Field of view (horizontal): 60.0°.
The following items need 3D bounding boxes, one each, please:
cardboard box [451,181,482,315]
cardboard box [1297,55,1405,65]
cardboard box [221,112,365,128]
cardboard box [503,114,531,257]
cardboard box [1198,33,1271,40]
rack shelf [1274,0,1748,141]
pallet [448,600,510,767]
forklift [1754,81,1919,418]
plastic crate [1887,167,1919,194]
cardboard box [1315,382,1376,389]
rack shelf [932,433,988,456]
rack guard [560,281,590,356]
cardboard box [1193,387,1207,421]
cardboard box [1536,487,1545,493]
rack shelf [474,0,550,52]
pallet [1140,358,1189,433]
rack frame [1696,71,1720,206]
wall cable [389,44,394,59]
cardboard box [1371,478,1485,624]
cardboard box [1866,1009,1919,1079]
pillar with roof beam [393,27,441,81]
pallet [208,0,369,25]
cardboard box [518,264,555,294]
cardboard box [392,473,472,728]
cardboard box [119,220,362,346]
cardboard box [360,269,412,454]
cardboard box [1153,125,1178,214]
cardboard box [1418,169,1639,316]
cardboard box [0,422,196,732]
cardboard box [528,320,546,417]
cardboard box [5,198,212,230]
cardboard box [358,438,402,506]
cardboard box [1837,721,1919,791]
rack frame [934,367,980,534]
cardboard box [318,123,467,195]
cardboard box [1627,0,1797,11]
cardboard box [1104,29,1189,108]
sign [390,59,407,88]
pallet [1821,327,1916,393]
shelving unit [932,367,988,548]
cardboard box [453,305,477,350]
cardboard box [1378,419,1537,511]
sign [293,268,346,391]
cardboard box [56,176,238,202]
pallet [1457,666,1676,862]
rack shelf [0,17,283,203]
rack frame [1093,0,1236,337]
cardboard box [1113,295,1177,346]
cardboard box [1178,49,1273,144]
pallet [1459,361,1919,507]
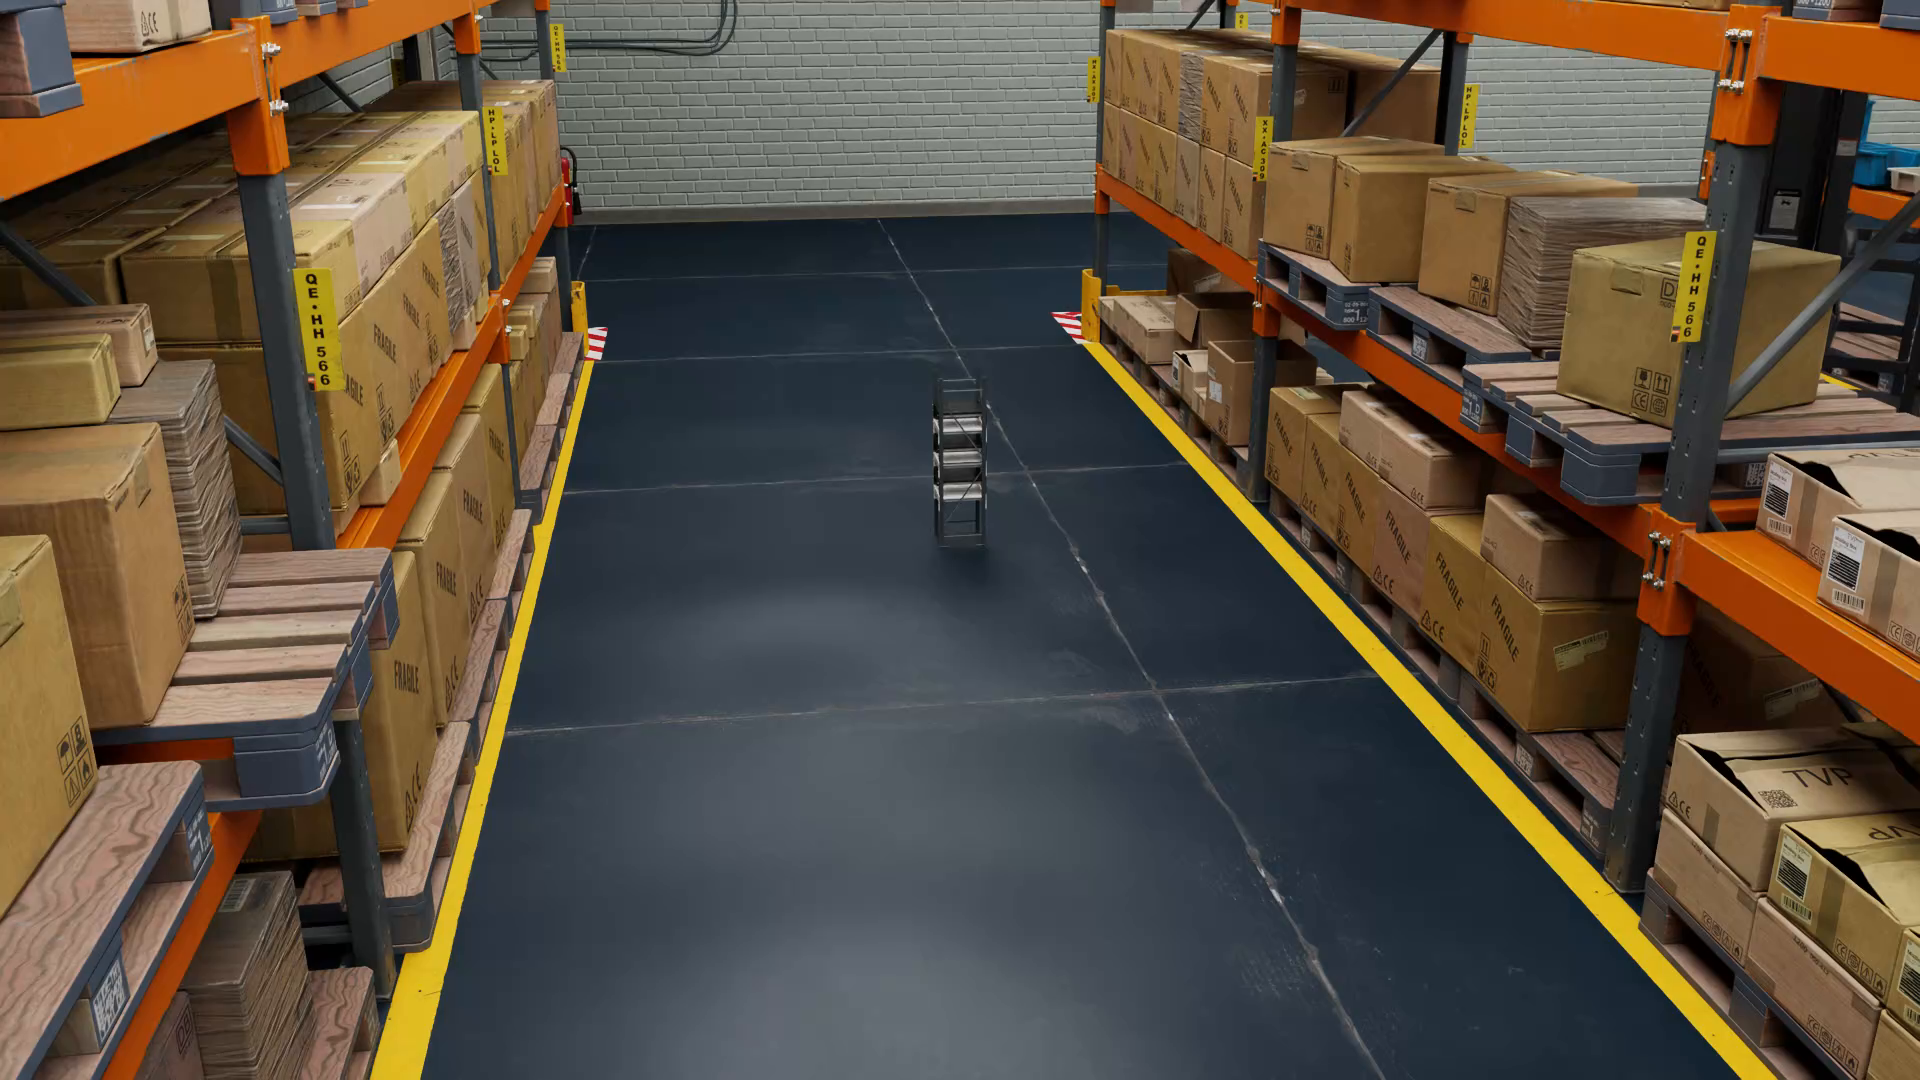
[{"bbox_3d":[-2.394,-1.271,7.235,0.500,0.500,0.500,-3,21,-7],"label":"cardboard box"},{"bbox_3d":[2.244,-2.521,9.606,0.500,0.500,0.500,-4,21,-9],"label":"cardboard box"},{"bbox_3d":[-2.985,-1.773,7.508,0.500,0.250,0.500,-2,21,-6],"label":"cardboard box"},{"bbox_3d":[-2.955,-1.981,9.303,0.980,0.700,0.700,-3,21,-9],"label":"cardboard box"},{"bbox_3d":[1.941,-3.235,11.518,0.500,0.500,0.500,-2,21,-6],"label":"cardboard box"},{"bbox_3d":[2.396,-2.025,6.593,1.077,0.370,4.000,-3,21,-8],"label":"rack shelf"},{"bbox_3d":[-2.428,0.594,6.823,1.003,0.211,1.213,-3,21,-8],"label":"pallet"},{"bbox_3d":[5.181,-1.795,9.332,3.031,2.935,1.130,10,23,25],"label":"forklift"},{"bbox_3d":[6.462,-2.391,11.121,0.293,0.136,0.466,-3,21,-8],"label":"plastic crate"},{"bbox_3d":[2.262,-0.752,9.658,0.500,0.311,0.500,-3,21,-8],"label":"cardboard box"},{"bbox_3d":[-0.001,-0.477,8.546,0.258,0.077,0.200,-3,21,-8],"label":"rack shelf"},{"bbox_3d":[-3.373,-1.621,12.341,1.175,0.500,0.348,-3,21,-8],"label":"rack guard"},{"bbox_3d":[1.632,-0.830,10.097,0.380,0.149,0.250,-3,21,-8],"label":"cardboard box"},{"bbox_3d":[2.673,-0.007,7.392,0.500,0.500,0.500,-4,21,-10],"label":"cardboard box"},{"bbox_3d":[-3.082,-3.159,9.628,1.077,0.370,4.000,-3,21,-8],"label":"rack shelf"},{"bbox_3d":[1.831,-1.004,11.104,1.003,0.211,1.213,-3,21,-8],"label":"pallet"},{"bbox_3d":[6.434,-3.283,13.219,1.000,3.000,0.127,-3,21,-8],"label":"rack frame"},{"bbox_3d":[-4.491,-3.655,12.763,0.084,1.984,1.851,-3,21,-8],"label":"wall cable"},{"bbox_3d":[2.162,0.028,7.299,0.500,0.500,0.500,-4,21,-10],"label":"cardboard box"},{"bbox_3d":[2.624,1.376,4.073,0.500,0.250,0.500,-3,21,-9],"label":"cardboard box"},{"bbox_3d":[-0.355,-6.702,13.799,9.100,9.000,0.400,-3,21,-8],"label":"pillar with roof beam"},{"bbox_3d":[-2.362,-1.551,4.563,1.213,0.211,1.003,-2,21,-5],"label":"pallet"},{"bbox_3d":[-2.934,-1.752,11.165,0.380,0.149,0.250,-2,21,-6],"label":"cardboard box"},{"bbox_3d":[-2.313,0.232,6.280,0.750,0.750,0.750,-3,21,-8],"label":"cardboard box"},{"bbox_3d":[-2.031,-0.741,4.744,0.500,0.250,0.500,-2,21,-6],"label":"cardboard box"},{"bbox_3d":[-2.100,-0.572,5.364,0.500,0.500,0.500,-2,21,-6],"label":"cardboard box"},{"bbox_3d":[1.554,-2.389,10.683,0.500,0.500,0.500,-3,21,-7],"label":"cardboard box"},{"bbox_3d":[2.424,-1.285,7.125,0.700,0.500,0.500,-8,22,-21],"label":"cardboard box"},{"bbox_3d":[-2.032,0.088,3.422,0.700,0.500,0.500,-5,21,-13],"label":"cardboard box"},{"bbox_3d":[-2.941,-1.040,10.187,0.700,0.500,0.500,-2,21,-6],"label":"cardboard box"},{"bbox_3d":[-2.610,-0.884,5.127,0.500,0.250,0.500,-4,21,-10],"label":"cardboard box"},{"bbox_3d":[-2.017,-0.215,5.335,0.380,0.149,0.250,-2,21,-6],"label":"cardboard box"},{"bbox_3d":[3.004,0.733,4.995,0.500,0.311,0.500,-2,21,-6],"label":"cardboard box"},{"bbox_3d":[-0.016,-0.460,8.660,0.240,0.900,0.006,-3,21,-8],"label":"rack frame"},{"bbox_3d":[-2.409,-1.619,7.095,0.500,0.250,0.500,-2,21,-7],"label":"cardboard box"},{"bbox_3d":[2.588,-1.866,4.995,0.910,0.500,0.500,-3,21,-8],"label":"cardboard box"},{"bbox_3d":[1.335,-3.383,11.914,0.500,0.500,0.500,-2,21,-6],"label":"cardboard box"},{"bbox_3d":[-3.920,-3.200,11.647,0.100,0.325,0.005,-3,21,-8],"label":"sign"},{"bbox_3d":[6.687,-1.268,11.809,1.003,0.211,1.213,-3,21,-8],"label":"pallet"},{"bbox_3d":[-0.001,-0.424,8.566,0.258,0.900,0.210,-3,21,-8],"label":"shelving unit"},{"bbox_3d":[-2.316,-0.921,7.225,0.380,0.149,0.250,-3,21,-8],"label":"cardboard box"},{"bbox_3d":[2.154,-0.336,7.202,0.500,0.250,0.500,-3,21,-9],"label":"cardboard box"},{"bbox_3d":[-1.681,-0.550,4.359,0.100,0.325,0.005,-3,21,-8],"label":"sign"},{"bbox_3d":[-2.681,-1.062,5.603,0.500,0.250,0.500,-3,21,-9],"label":"cardboard box"},{"bbox_3d":[2.615,0.781,6.323,1.003,0.211,1.213,-3,21,-8],"label":"pallet"},{"bbox_3d":[-1.928,-0.389,2.212,1.077,0.370,4.000,-3,21,-8],"label":"rack shelf"},{"bbox_3d":[1.531,-3.035,12.554,1.000,3.000,0.127,-3,21,-8],"label":"rack frame"},{"bbox_3d":[1.401,-1.577,11.952,0.500,0.250,0.500,-3,21,-8],"label":"cardboard box"},{"bbox_3d":[1.630,-2.679,10.029,0.500,0.500,0.500,-3,21,-7],"label":"cardboard box"},{"bbox_3d":[2.518,-0.406,5.790,1.213,0.211,1.003,-3,21,-8],"label":"pallet"}]
